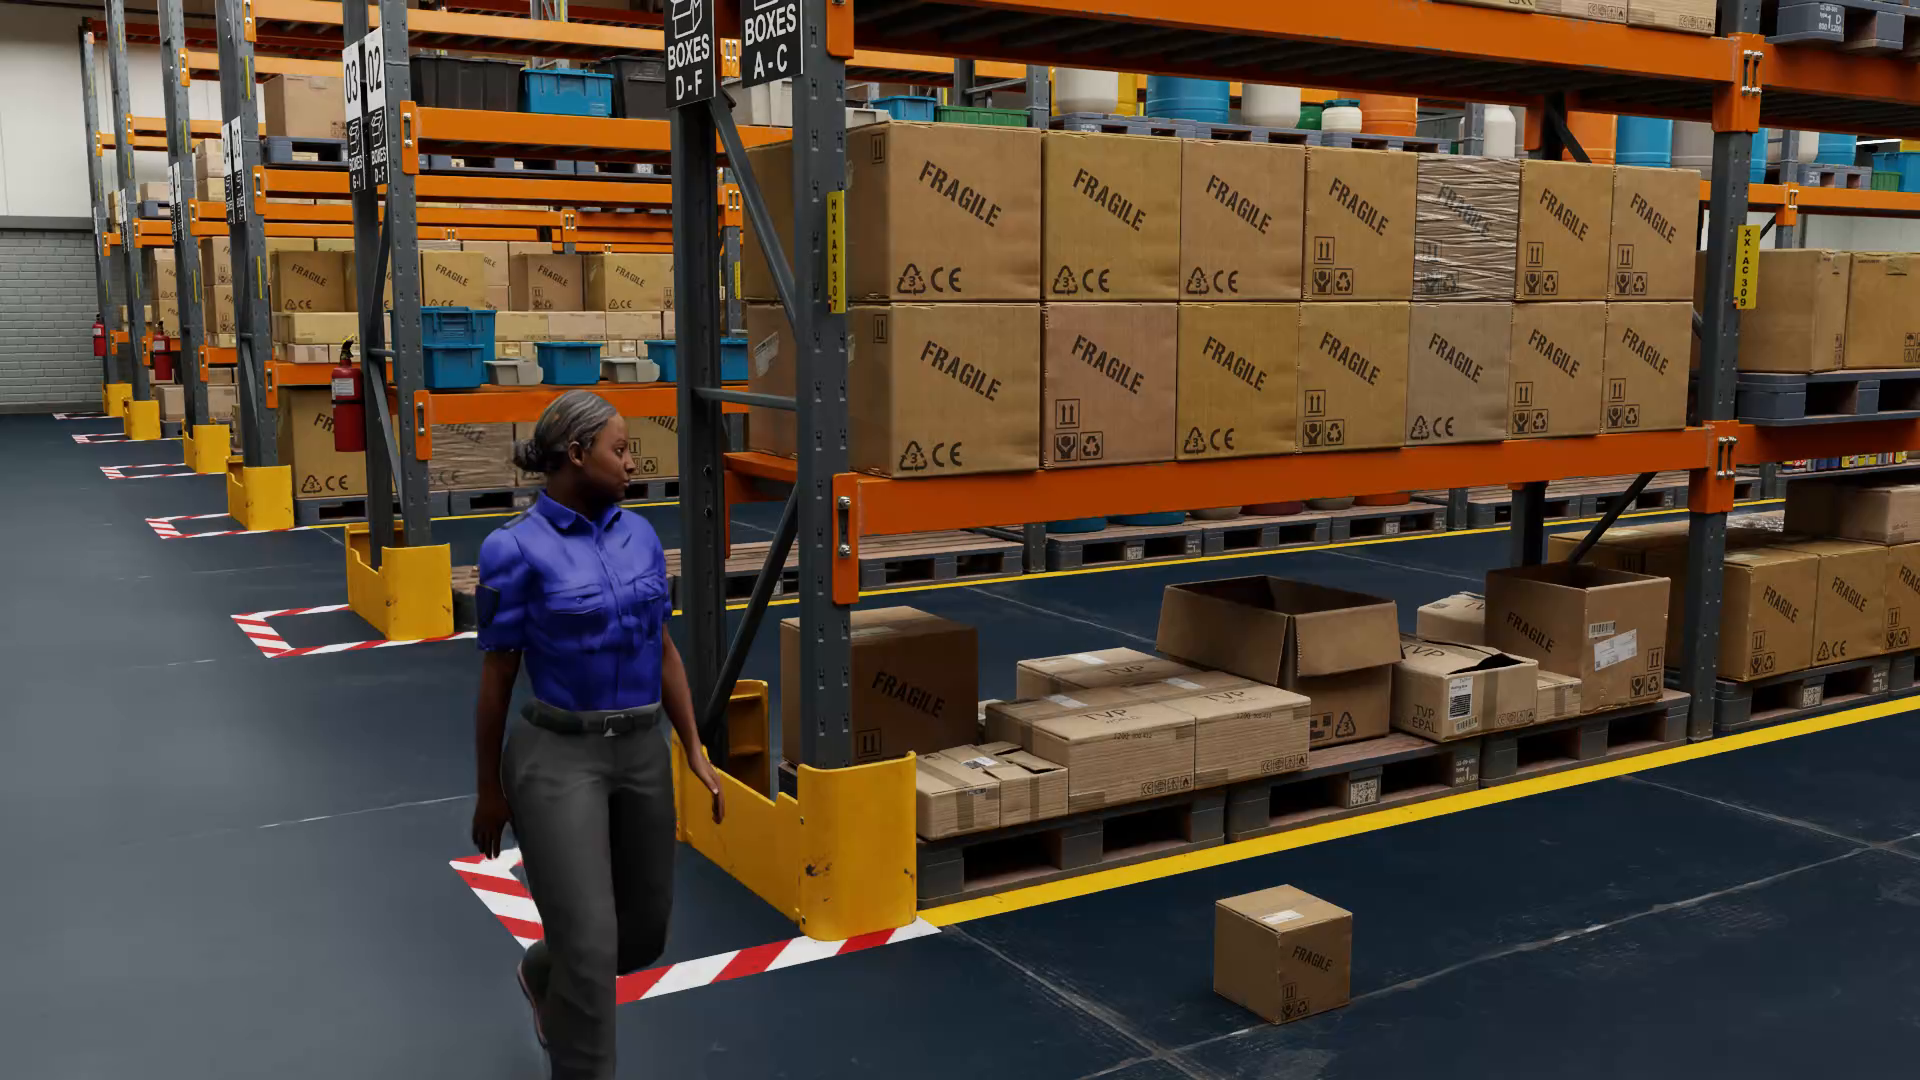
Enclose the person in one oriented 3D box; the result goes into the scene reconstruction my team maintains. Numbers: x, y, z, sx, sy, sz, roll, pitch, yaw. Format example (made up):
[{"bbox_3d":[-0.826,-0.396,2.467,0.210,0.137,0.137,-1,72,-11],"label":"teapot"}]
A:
[{"bbox_3d":[-0.787,0.483,3.554,0.869,1.599,0.501,7,11,42],"label":"person"}]
